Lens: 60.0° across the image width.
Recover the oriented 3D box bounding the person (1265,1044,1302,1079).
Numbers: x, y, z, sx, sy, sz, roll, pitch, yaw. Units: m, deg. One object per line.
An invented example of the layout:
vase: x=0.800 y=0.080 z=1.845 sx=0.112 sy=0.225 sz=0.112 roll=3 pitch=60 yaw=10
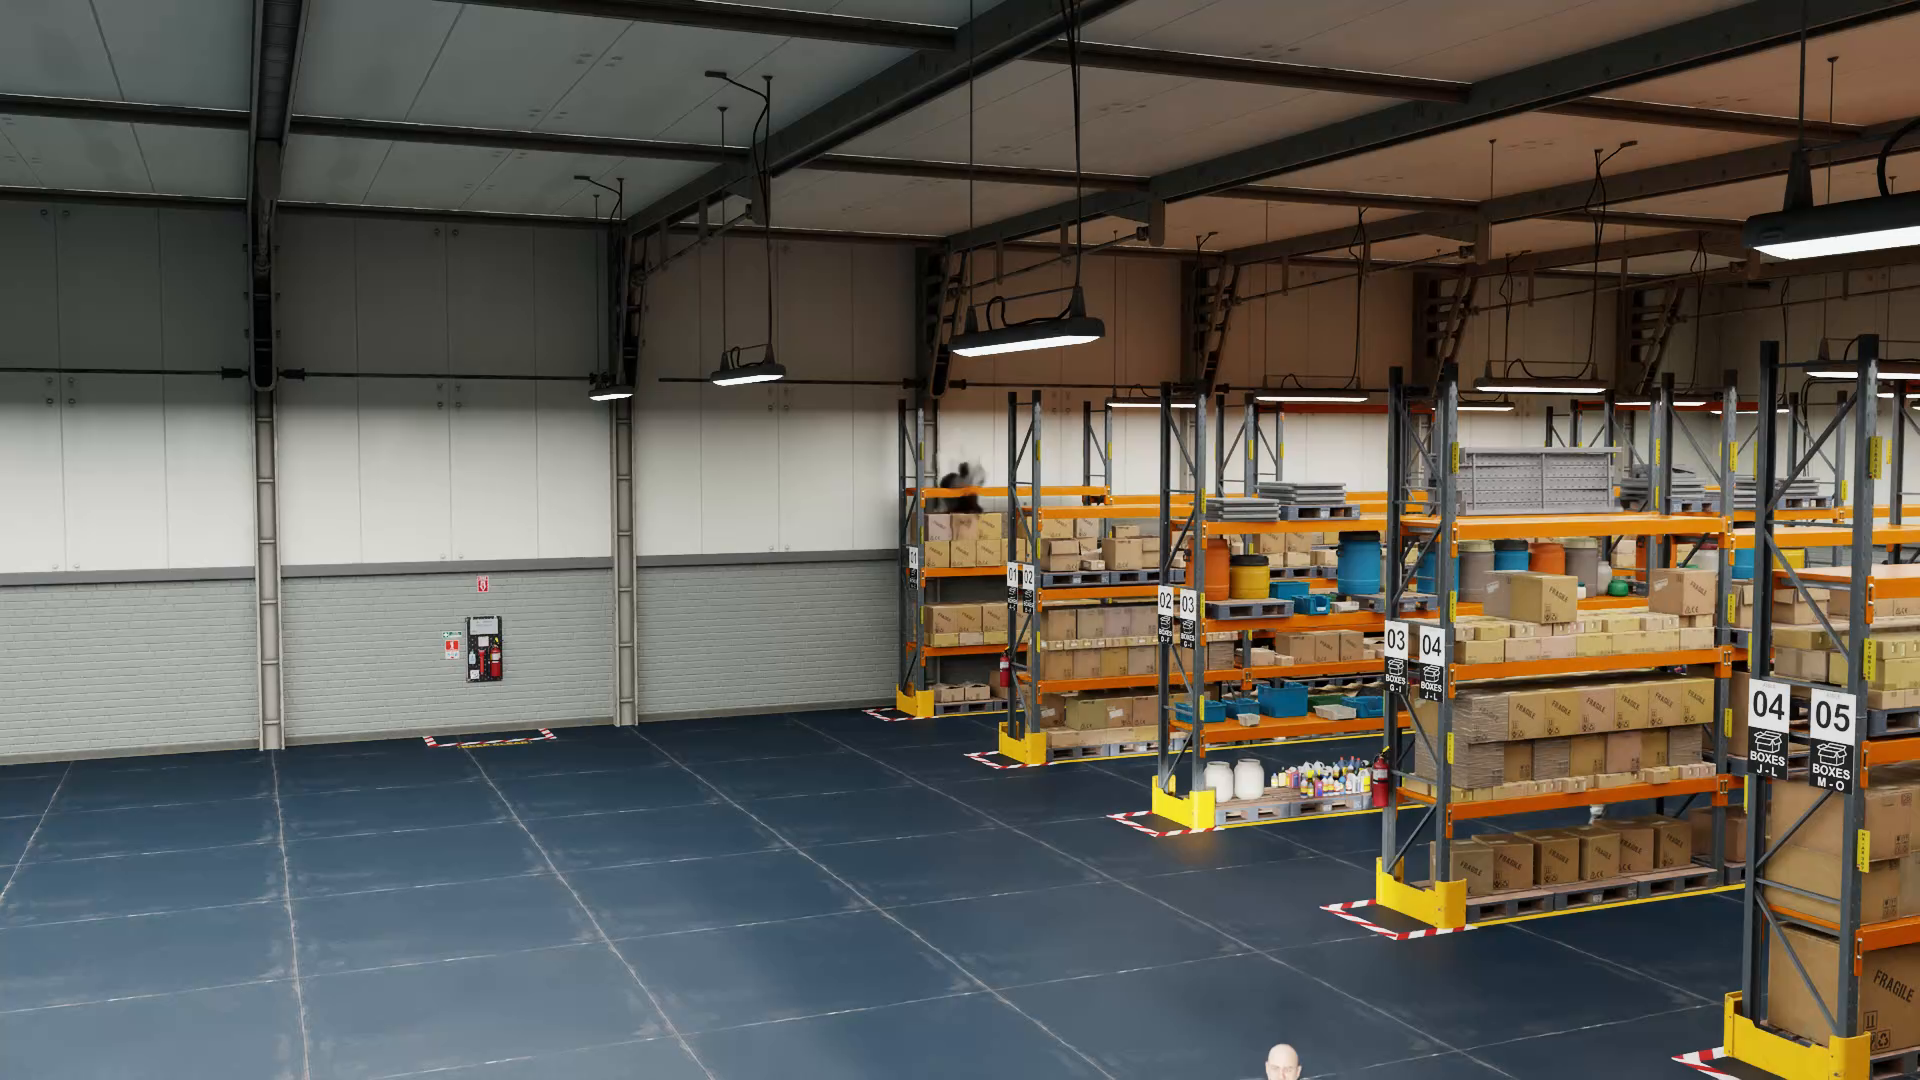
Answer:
person: x=1.777 y=3.734 z=9.291 sx=0.668 sy=1.848 sz=0.824 roll=1 pitch=3 yaw=11

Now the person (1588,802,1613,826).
person: x=8.545 y=2.990 z=22.152 sx=0.720 sy=1.750 sz=0.653 roll=-3 pitch=4 yaw=-37
